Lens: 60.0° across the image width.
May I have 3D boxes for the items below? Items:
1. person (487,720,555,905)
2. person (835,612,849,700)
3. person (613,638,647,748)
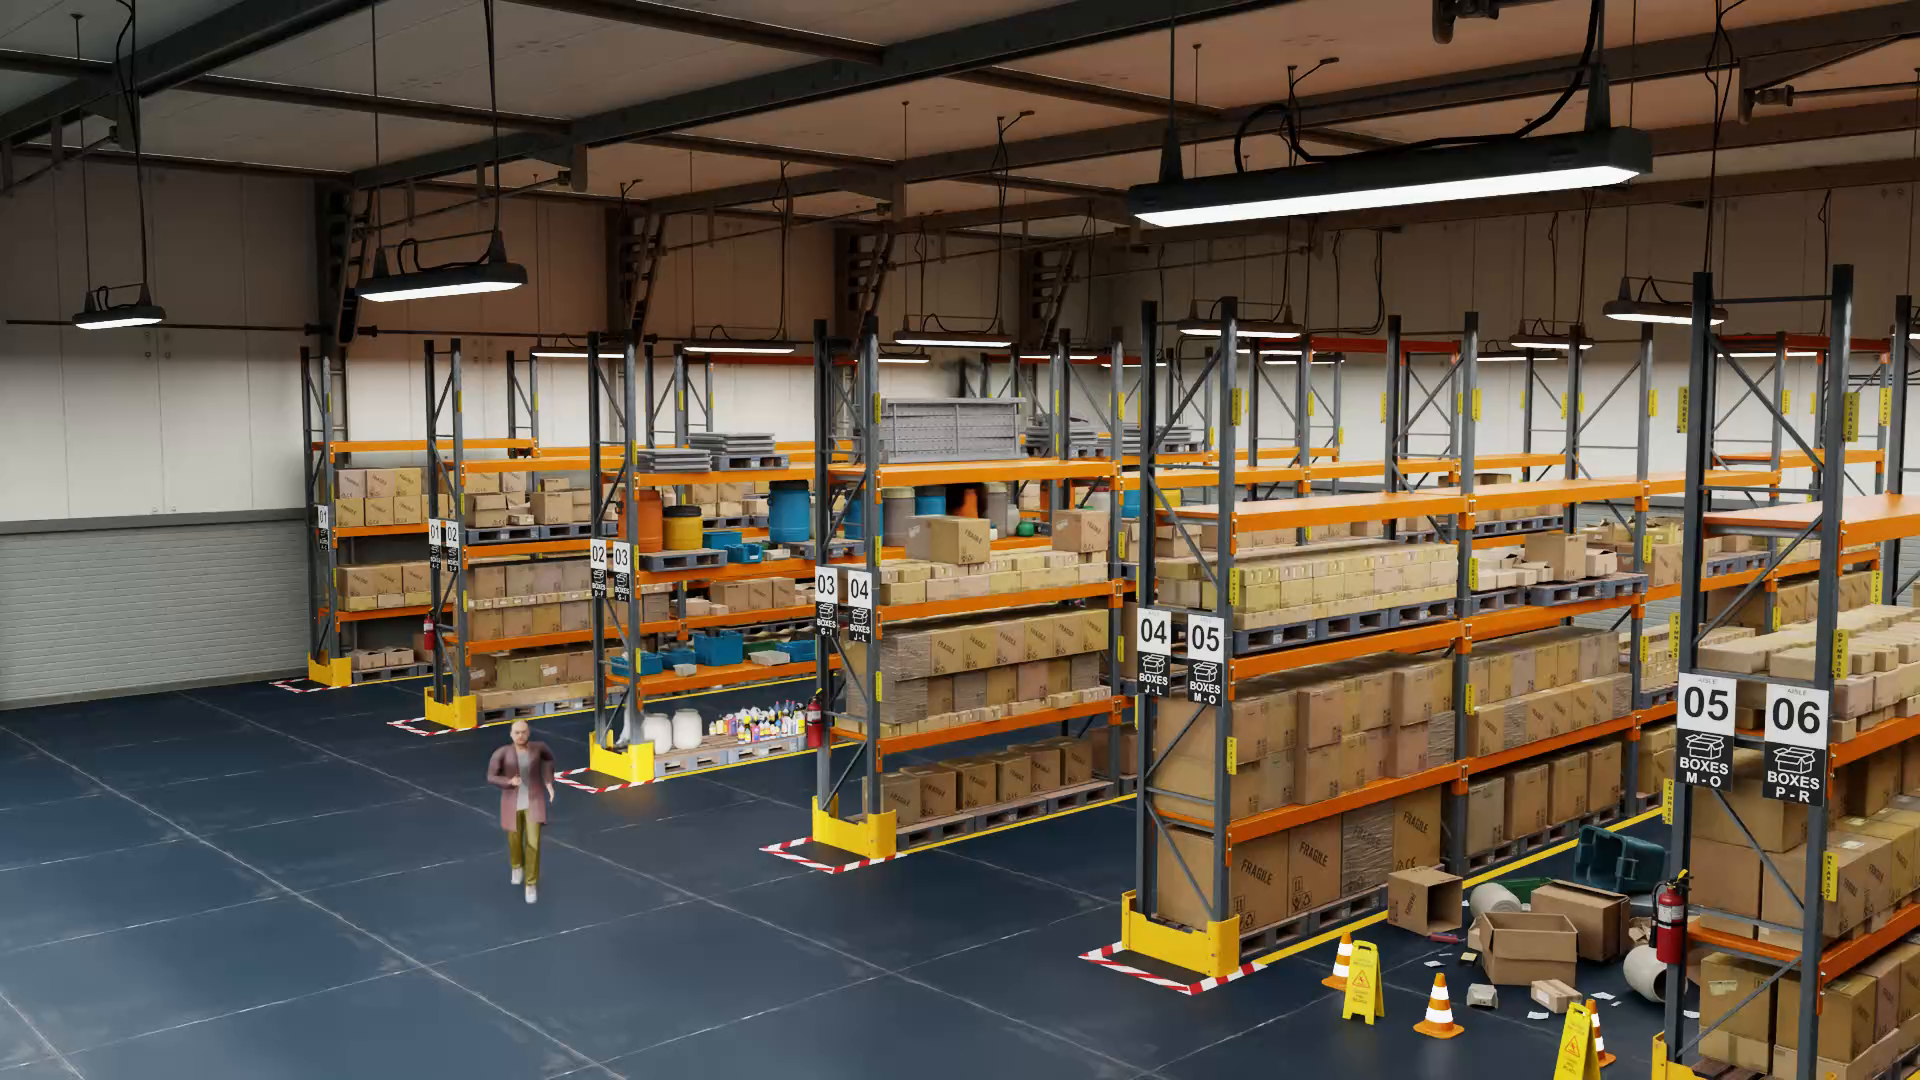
[{"bbox_3d":[-4.524,2.761,17.173,0.674,1.841,0.950,-1,5,-15],"label":"person"},{"bbox_3d":[-1.883,1.861,28.325,0.629,1.680,0.677,4,6,36],"label":"person"},{"bbox_3d":[-4.778,2.202,24.386,0.537,1.587,0.881,3,6,34],"label":"person"}]
